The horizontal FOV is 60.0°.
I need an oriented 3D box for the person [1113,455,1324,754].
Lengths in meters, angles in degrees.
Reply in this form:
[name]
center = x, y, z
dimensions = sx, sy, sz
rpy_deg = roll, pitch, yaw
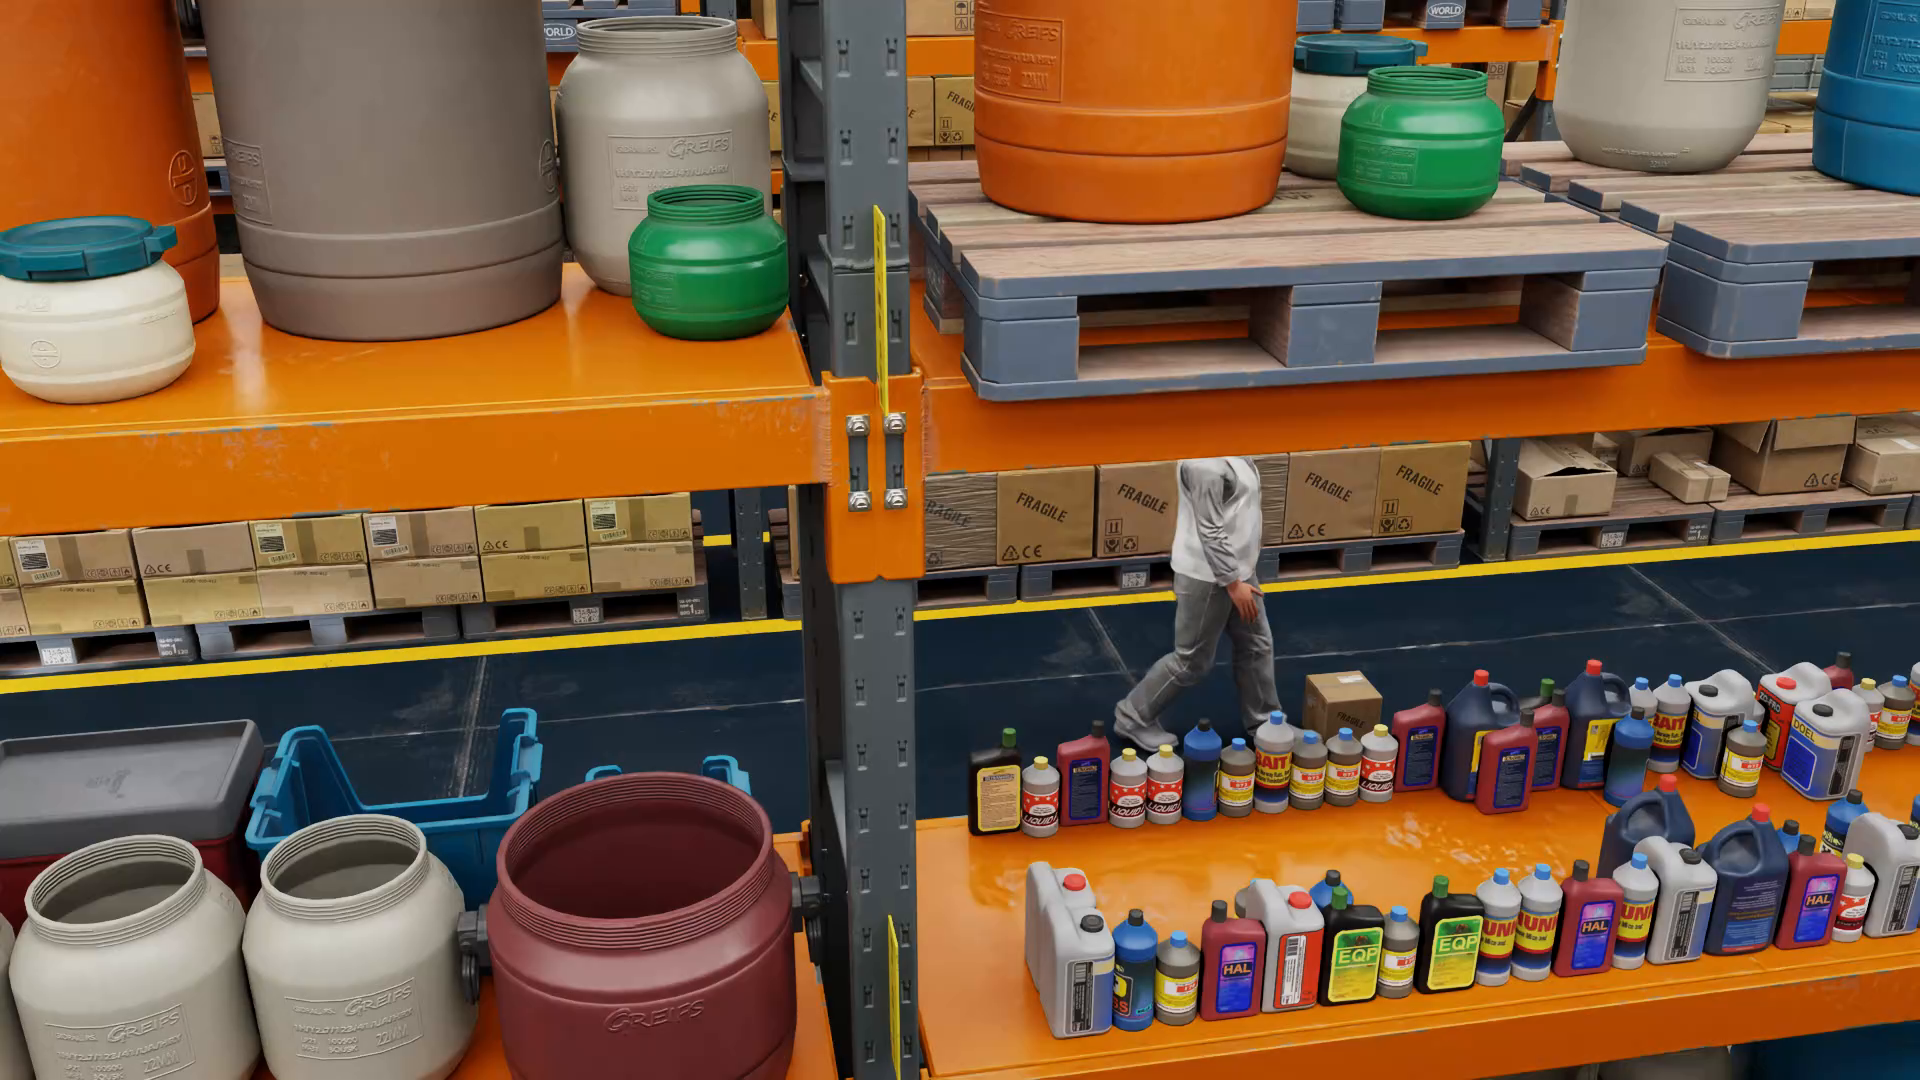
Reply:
[person]
center = 1.103, 0.100, 6.827
dimensions = 0.884, 1.741, 0.547
rpy_deg = 7, 24, 16
